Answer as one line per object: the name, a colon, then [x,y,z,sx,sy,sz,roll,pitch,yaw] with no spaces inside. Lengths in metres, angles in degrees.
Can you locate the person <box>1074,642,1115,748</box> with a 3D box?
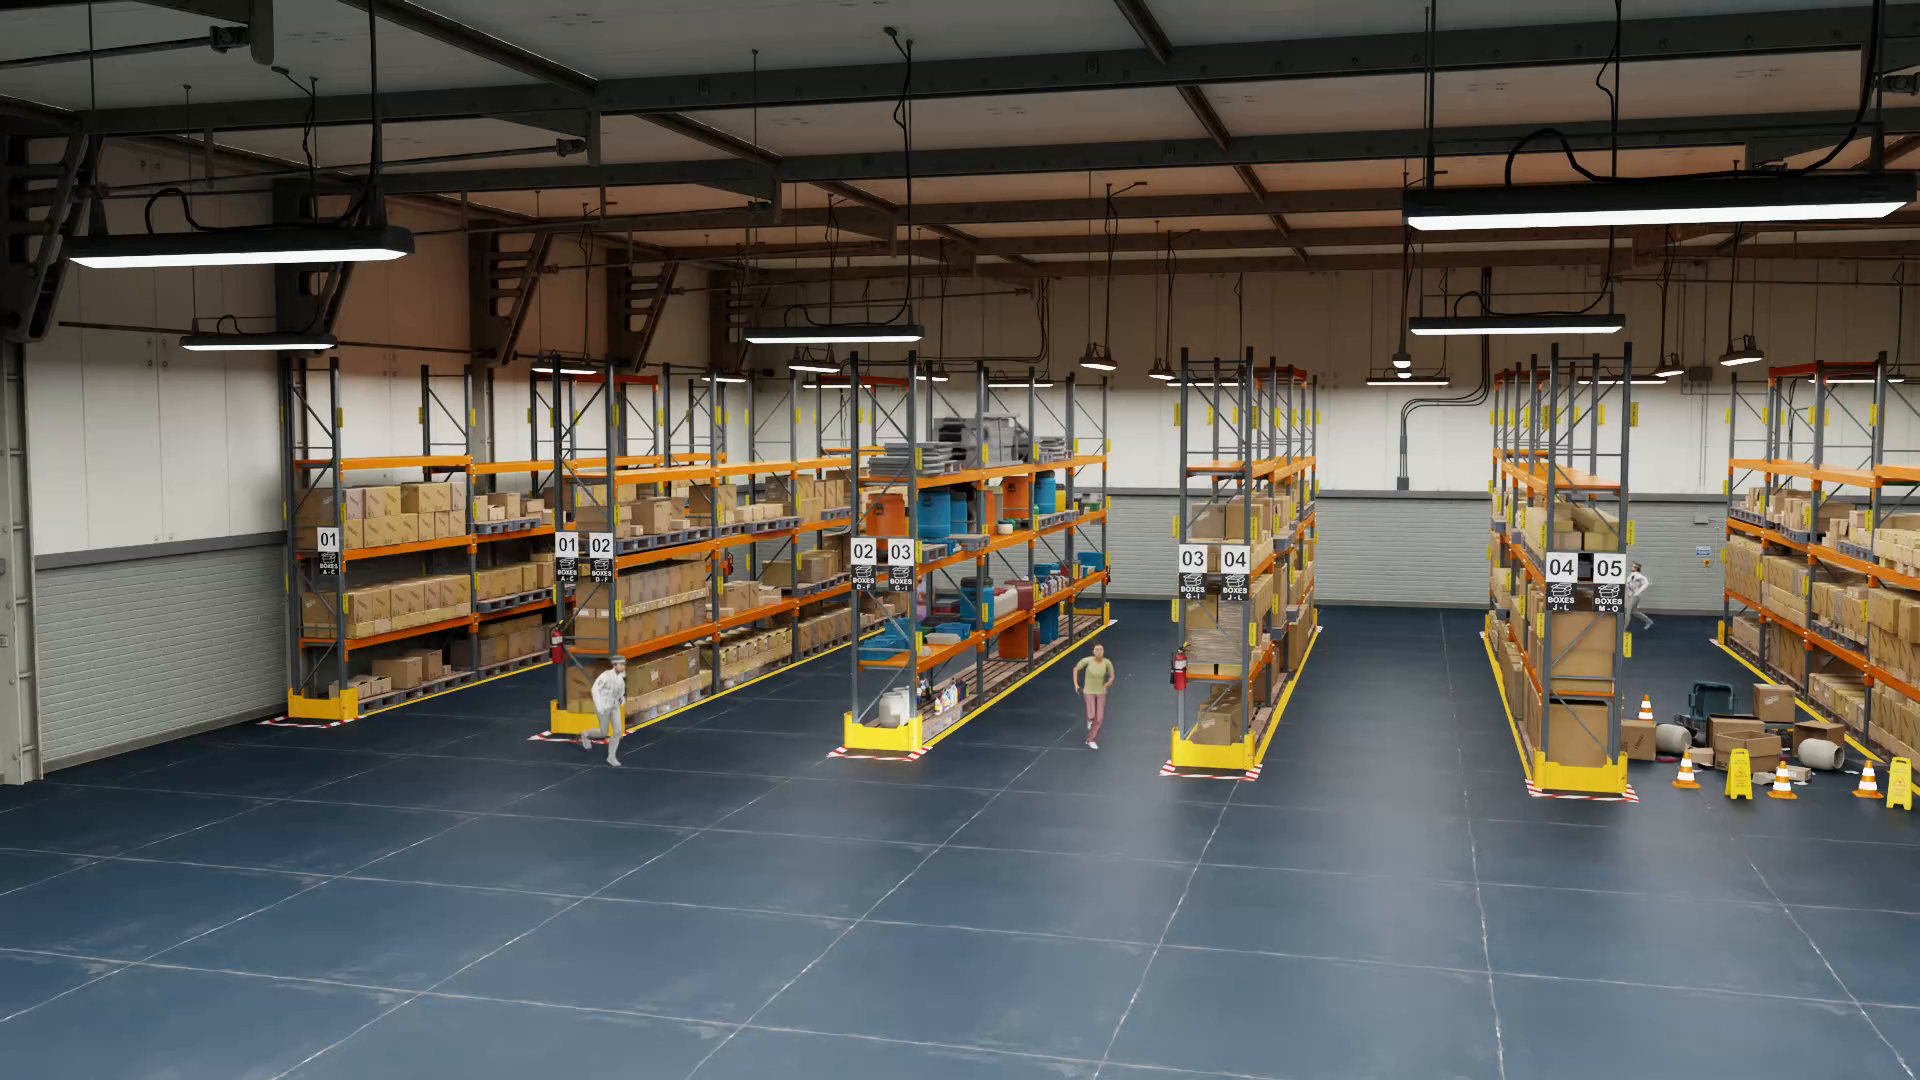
person: [2.050,2.352,25.360,0.618,1.620,0.646,0,4,-5]

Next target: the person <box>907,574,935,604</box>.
person: [-0.869,1.498,36.702,0.601,1.613,0.648,0,4,6]

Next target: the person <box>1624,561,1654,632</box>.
person: [15.583,1.323,38.409,0.922,1.696,0.614,0,4,5]

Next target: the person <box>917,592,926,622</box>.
person: [-0.795,1.808,32.648,0.519,1.567,0.624,1,4,14]

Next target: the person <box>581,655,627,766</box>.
person: [-5.175,2.449,24.204,0.863,1.632,0.621,2,5,29]
